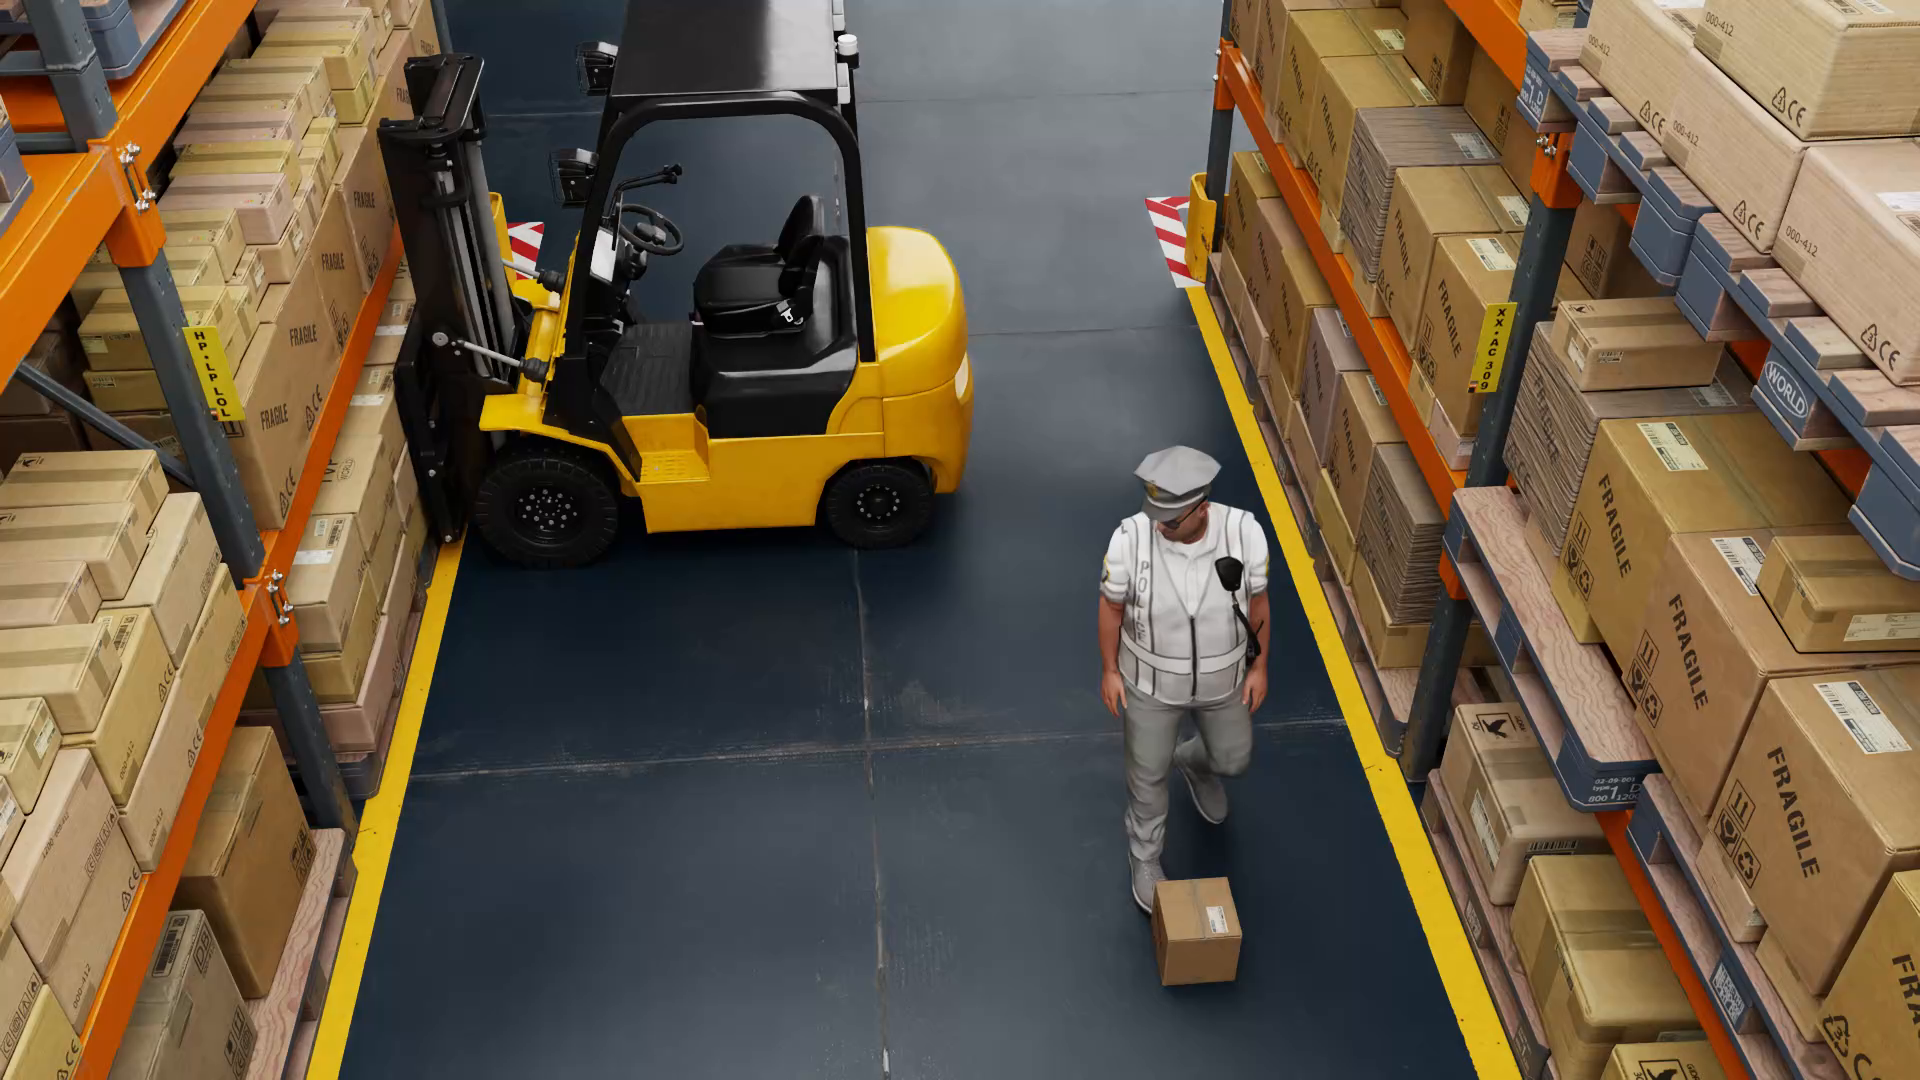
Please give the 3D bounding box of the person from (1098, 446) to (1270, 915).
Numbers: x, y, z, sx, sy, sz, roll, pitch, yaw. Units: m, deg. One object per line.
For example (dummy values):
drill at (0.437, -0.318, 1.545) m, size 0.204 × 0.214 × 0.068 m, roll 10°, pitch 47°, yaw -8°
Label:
person at (0.748, 0.453, 5.590) m, size 0.572 × 1.763 × 0.661 m, roll -3°, pitch 39°, yaw -4°
